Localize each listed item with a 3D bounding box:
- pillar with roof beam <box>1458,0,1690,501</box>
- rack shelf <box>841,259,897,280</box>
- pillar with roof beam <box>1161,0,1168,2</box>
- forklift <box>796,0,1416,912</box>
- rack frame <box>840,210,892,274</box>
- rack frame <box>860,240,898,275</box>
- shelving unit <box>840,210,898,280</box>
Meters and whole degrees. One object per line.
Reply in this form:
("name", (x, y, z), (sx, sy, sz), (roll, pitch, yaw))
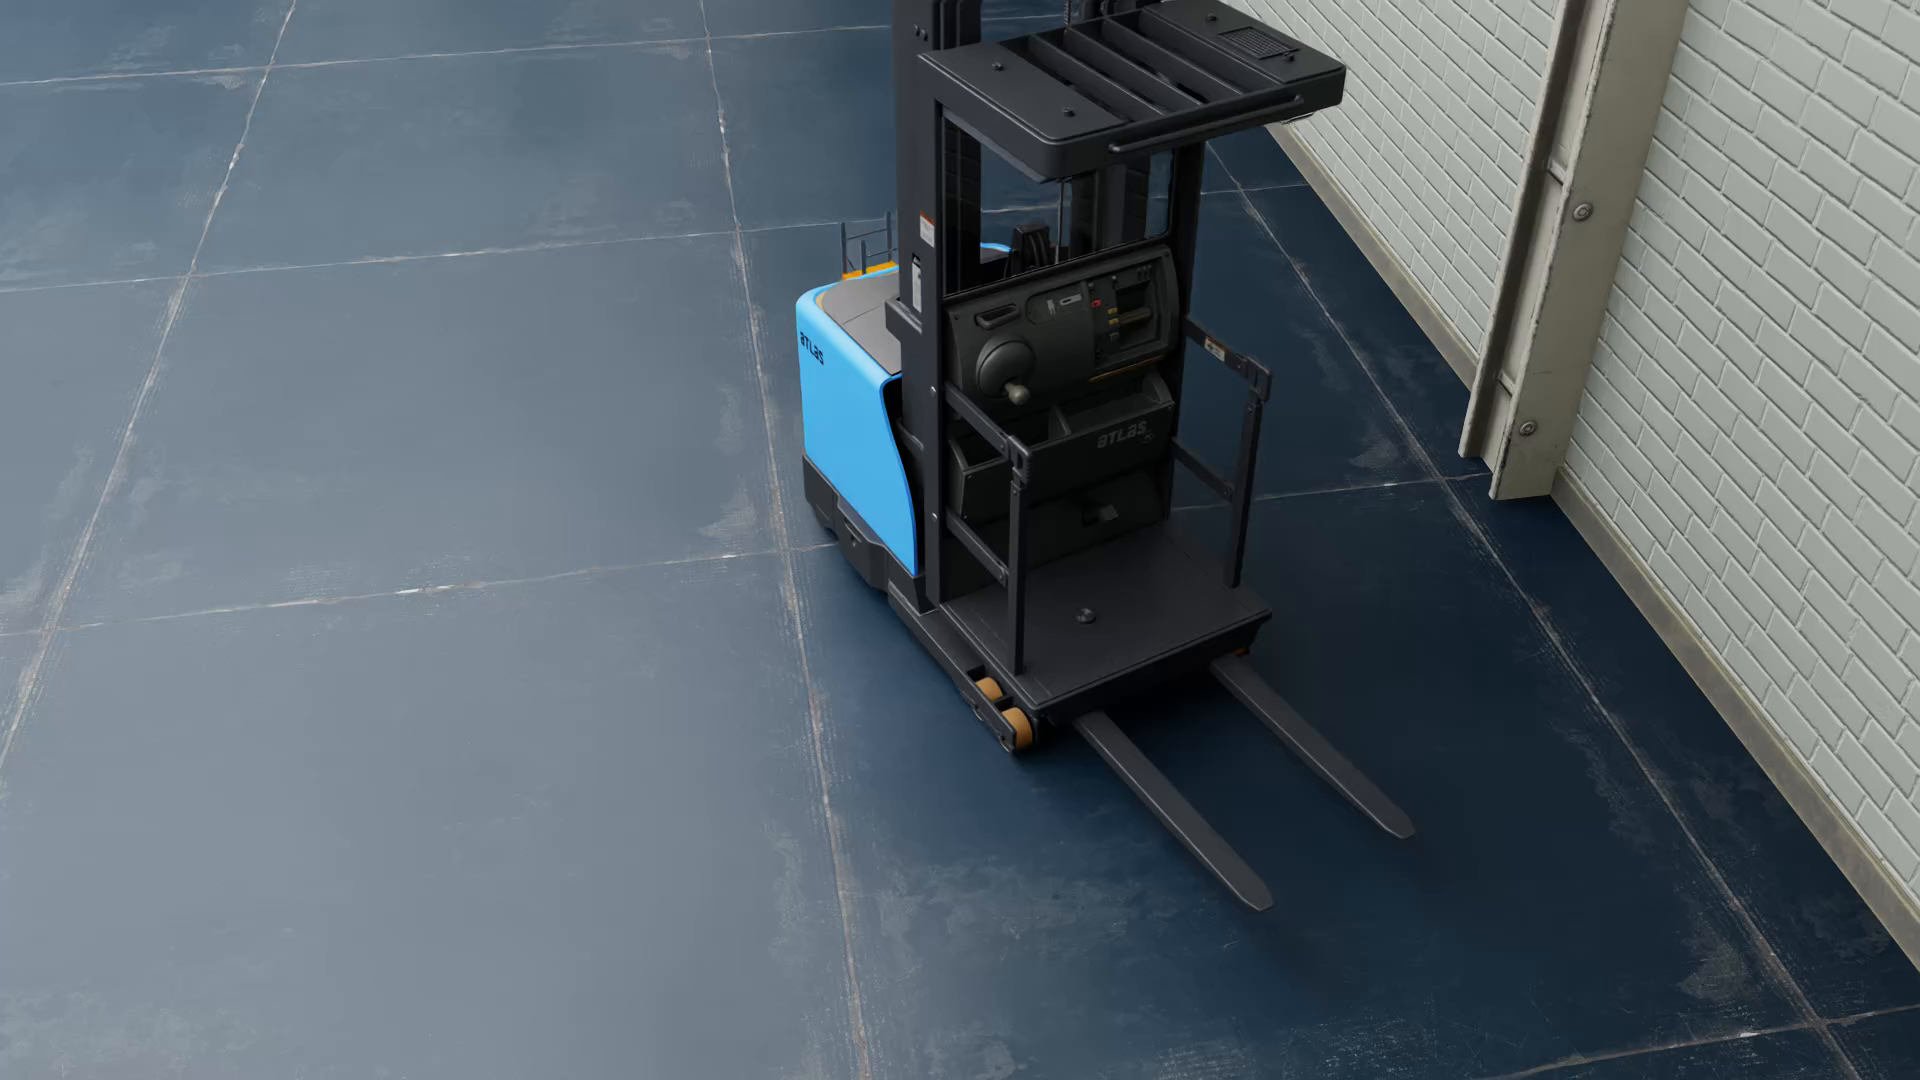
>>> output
("pillar with roof beam", (-1.723, -3.404, 4.297), (9.100, 9.000, 0.400), (-6, 38, -8))
("rack shelf", (-0.355, -1.098, 7.171), (0.258, 0.103, 0.180), (-20, 42, -24))
("pillar with roof beam", (-2.775, -7.028, 8.962), (9.100, 9.000, 0.400), (-6, 38, -8))
("forklift", (0.489, -0.690, 5.749), (1.130, 2.935, 3.031), (-20, 42, -24))
("rack frame", (-0.401, -0.898, 7.427), (0.240, 1.200, 0.006), (-20, 42, -24))
("rack frame", (-0.309, -0.801, 7.303), (0.240, 1.200, 0.006), (-20, 42, -24))
("shelving unit", (-0.355, -0.849, 7.365), (0.258, 1.200, 0.189), (-20, 42, -24))
